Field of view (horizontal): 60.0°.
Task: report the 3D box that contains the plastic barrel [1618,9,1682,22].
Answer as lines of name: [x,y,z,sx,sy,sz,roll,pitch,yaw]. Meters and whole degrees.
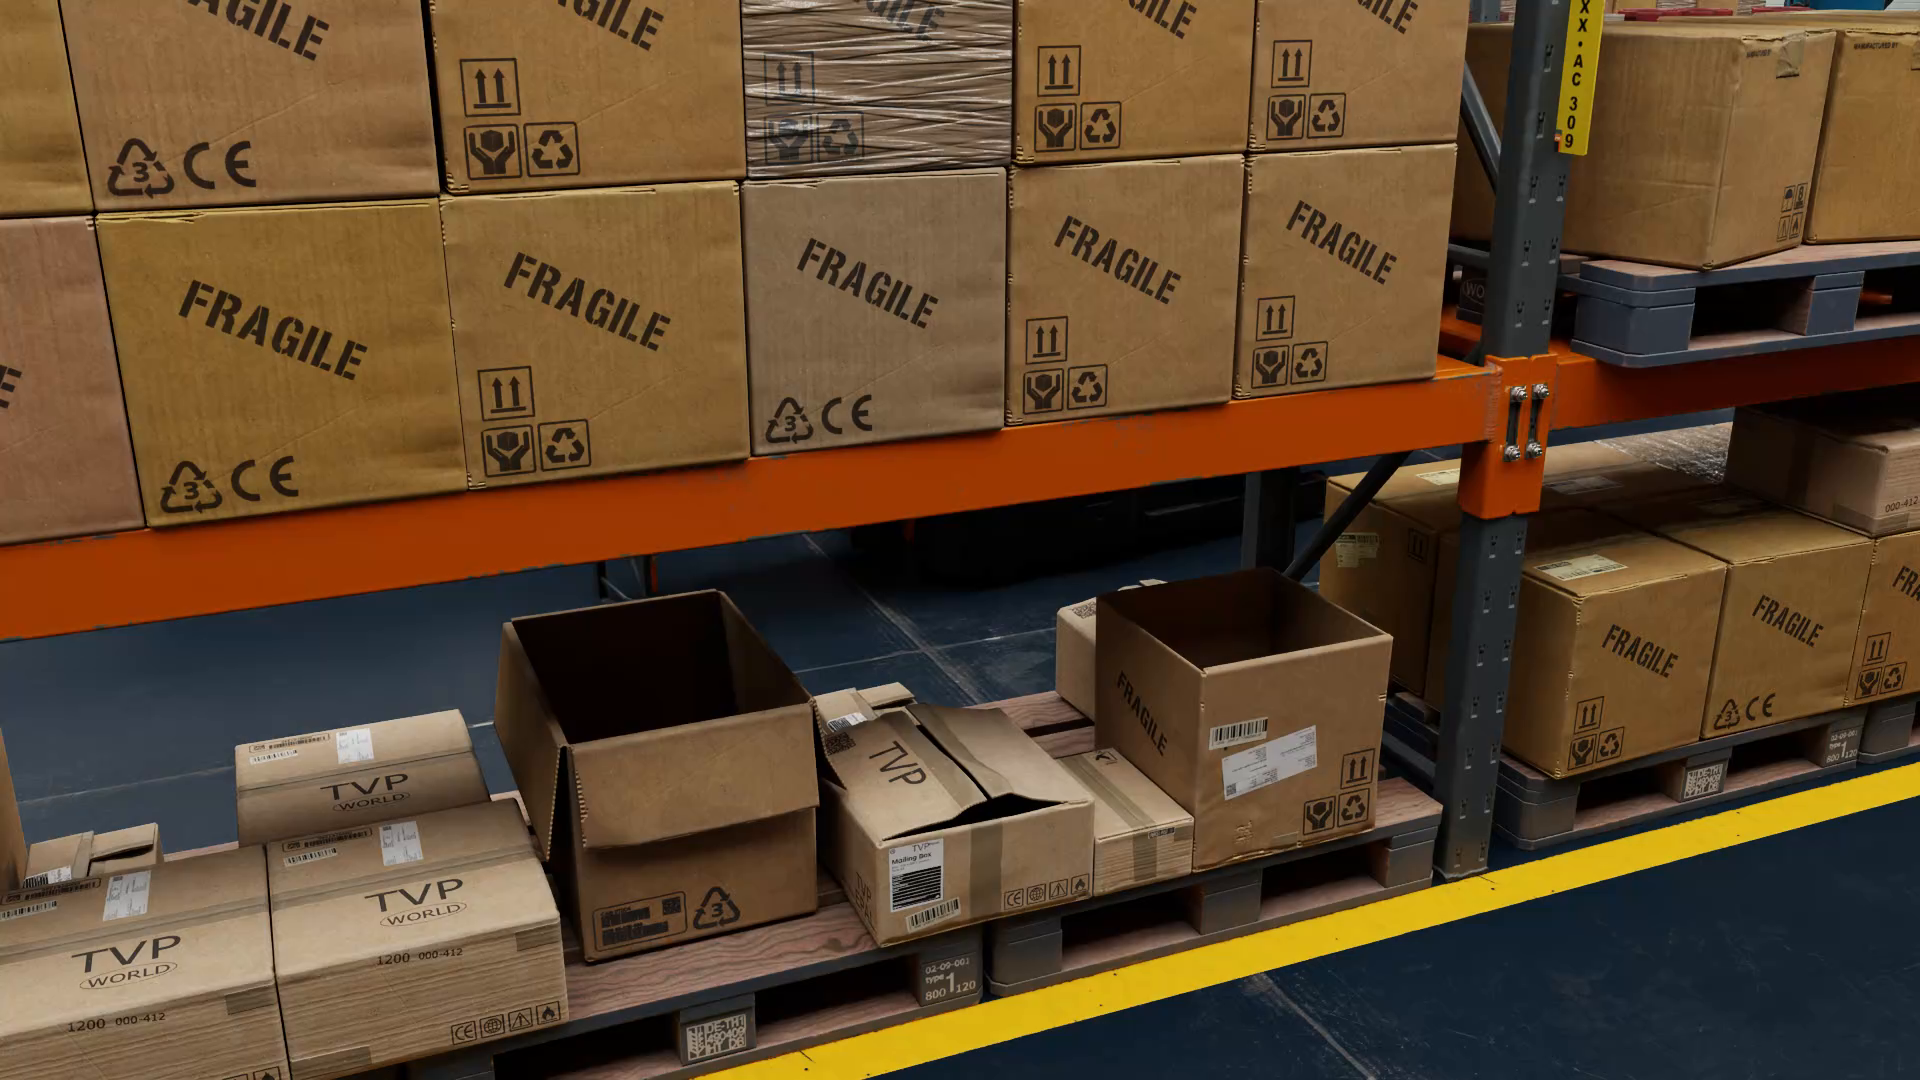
plastic barrel: [4.414,-3.141,10.722,0.433,0.535,0.433,0,19,0]

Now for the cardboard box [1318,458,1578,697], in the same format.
cardboard box: [1.403,0.093,4.842,0.500,0.500,0.500,-8,21,-22]

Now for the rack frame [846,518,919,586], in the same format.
rack frame: [-0.294,-0.438,6.071,0.032,1.125,0.500,-12,23,-30]

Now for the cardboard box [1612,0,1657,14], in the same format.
cardboard box: [6.294,-5.232,16.268,0.500,0.500,0.875,-8,21,-22]

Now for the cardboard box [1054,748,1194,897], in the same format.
cardboard box: [0.332,0.640,3.817,0.250,0.149,0.380,-8,21,-22]

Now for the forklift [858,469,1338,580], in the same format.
forklift: [0.966,-1.588,6.619,3.031,2.935,1.130,-12,23,-30]

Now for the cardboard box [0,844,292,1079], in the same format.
cardboard box: [-1.539,0.839,3.101,0.500,0.250,0.500,-8,21,-22]

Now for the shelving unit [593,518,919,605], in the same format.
shelving unit: [-0.725,-0.348,5.817,1.048,1.125,0.538,-12,23,-30]

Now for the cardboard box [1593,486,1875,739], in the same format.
cardboard box: [2.089,0.183,4.588,0.500,0.500,0.500,-8,21,-21]

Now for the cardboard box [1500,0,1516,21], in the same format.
cardboard box: [4.926,-5.028,15.686,0.500,0.500,0.875,-8,21,-22]

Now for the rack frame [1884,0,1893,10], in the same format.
rack frame: [6.450,-3.290,11.348,0.127,3.000,1.000,-8,21,-22]

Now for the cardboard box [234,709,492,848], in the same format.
cardboard box: [-1.324,0.627,3.702,0.500,0.250,0.500,-8,21,-22]

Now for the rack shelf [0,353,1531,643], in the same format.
rack shelf: [-0.773,-0.124,3.440,4.000,0.370,1.077,-8,21,-22]

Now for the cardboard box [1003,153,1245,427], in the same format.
cardboard box: [0.233,-0.561,3.448,0.500,0.500,0.500,-8,21,-20]

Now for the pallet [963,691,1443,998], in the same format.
pallet: [0.432,0.679,4.275,1.213,0.211,1.003,-8,21,-22]

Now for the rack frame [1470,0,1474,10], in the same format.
rack frame: [4.488,-4.800,15.638,0.127,3.000,1.000,-8,21,-22]

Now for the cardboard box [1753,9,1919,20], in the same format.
cardboard box: [2.661,-1.223,4.695,0.500,0.500,0.700,-15,24,-36]

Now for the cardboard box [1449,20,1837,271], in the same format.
cardboard box: [1.587,-0.965,3.965,0.500,0.500,0.700,-17,26,-40]

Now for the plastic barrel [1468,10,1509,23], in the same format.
plastic barrel: [3.083,-2.981,10.267,0.708,0.536,0.600,-8,21,-22]

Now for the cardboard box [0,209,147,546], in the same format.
cardboard box: [-1.626,-0.294,2.691,0.500,0.500,0.500,-8,21,-22]

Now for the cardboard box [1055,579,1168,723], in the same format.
cardboard box: [0.592,0.324,4.472,0.500,0.311,0.500,-8,21,-22]

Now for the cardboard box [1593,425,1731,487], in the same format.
cardboard box: [2.320,-0.035,5.207,0.500,0.500,0.500,-8,21,-21]

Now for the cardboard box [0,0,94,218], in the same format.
cardboard box: [-1.621,-0.768,2.530,0.500,0.500,0.500,-8,21,-21]

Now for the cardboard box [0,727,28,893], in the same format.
cardboard box: [-2.208,0.625,3.332,0.500,0.500,0.500,-8,21,-22]

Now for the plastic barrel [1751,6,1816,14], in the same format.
plastic barrel: [5.485,-3.295,11.158,0.433,0.535,0.433,0,19,0]

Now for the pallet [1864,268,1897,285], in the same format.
pallet: [2.952,-0.905,4.863,1.213,0.211,1.003,-8,21,-22]

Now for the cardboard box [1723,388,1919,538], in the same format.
cardboard box: [2.522,-0.229,4.629,0.500,0.250,0.500,-8,21,-22]

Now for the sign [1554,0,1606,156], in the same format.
sign: [1.285,-0.970,3.457,0.005,0.325,0.100,-8,21,-22]

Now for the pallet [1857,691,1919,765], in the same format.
pallet: [2.917,0.309,5.327,1.213,0.211,1.003,-8,21,-22]

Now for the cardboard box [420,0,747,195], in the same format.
cardboard box: [-0.694,-0.899,2.903,0.500,0.500,0.500,-8,21,-22]

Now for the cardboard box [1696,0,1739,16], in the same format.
cardboard box: [7.233,-5.347,16.594,0.500,0.500,0.875,-8,21,-22]

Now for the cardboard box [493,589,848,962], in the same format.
cardboard box: [-0.660,0.493,3.703,0.637,0.503,0.797,-8,21,-22]

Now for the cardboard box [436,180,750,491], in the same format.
cardboard box: [-0.705,-0.425,3.062,0.500,0.500,0.500,-8,21,-21]

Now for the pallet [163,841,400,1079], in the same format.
pallet: [-1.808,1.000,3.363,1.213,0.211,1.003,-8,21,-22]

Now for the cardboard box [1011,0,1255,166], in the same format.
cardboard box: [0.232,-1.031,3.278,0.500,0.500,0.500,-9,21,-23]
